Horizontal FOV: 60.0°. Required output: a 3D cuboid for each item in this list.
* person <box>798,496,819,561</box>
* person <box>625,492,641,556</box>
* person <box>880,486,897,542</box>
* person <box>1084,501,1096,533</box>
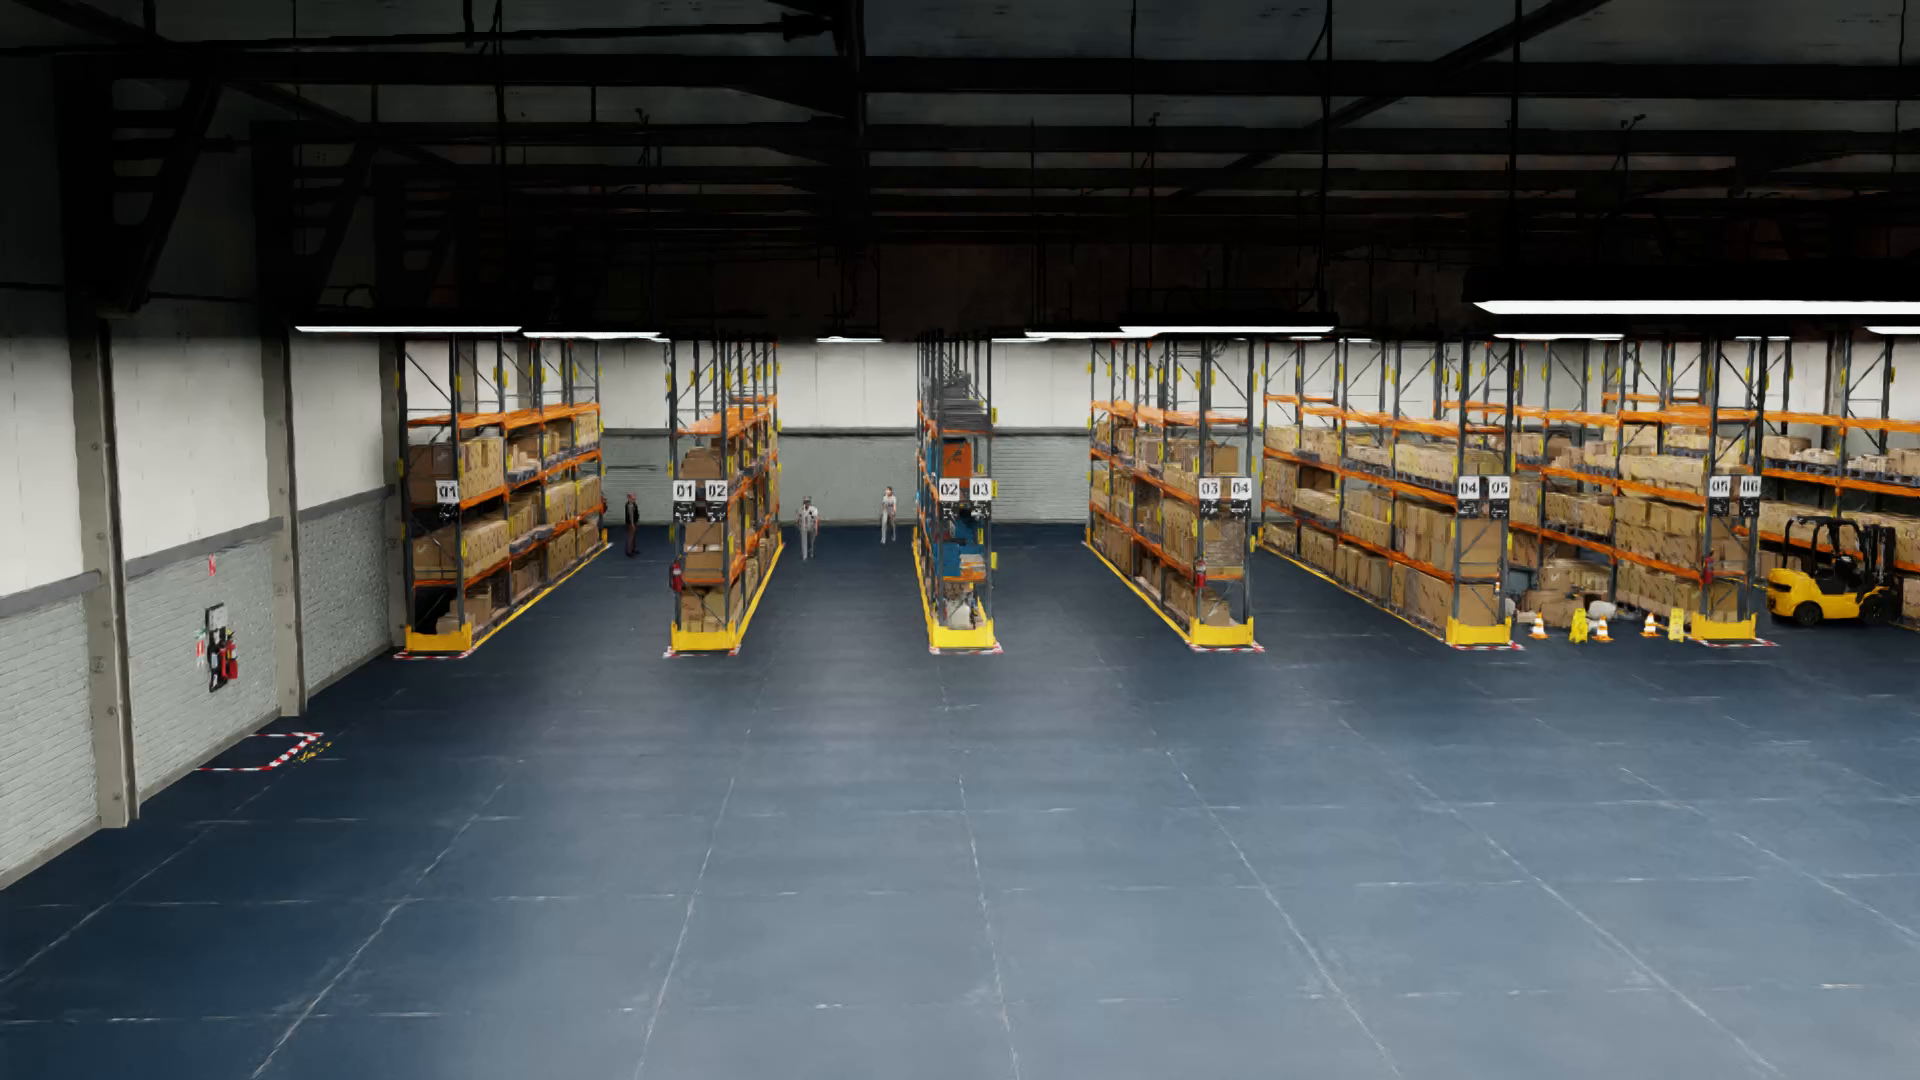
[{"bbox_3d":[-4.019,-0.325,44.077,0.554,1.712,1.040,0,7,-4],"label":"person"},{"bbox_3d":[-8.866,-0.455,45.012,0.384,1.729,0.653,-1,7,-9],"label":"person"},{"bbox_3d":[-2.041,-0.754,48.091,0.445,1.603,1.019,1,7,7],"label":"person"},{"bbox_3d":[4.061,-0.923,49.907,0.453,1.538,0.881,-3,8,-26],"label":"person"}]
